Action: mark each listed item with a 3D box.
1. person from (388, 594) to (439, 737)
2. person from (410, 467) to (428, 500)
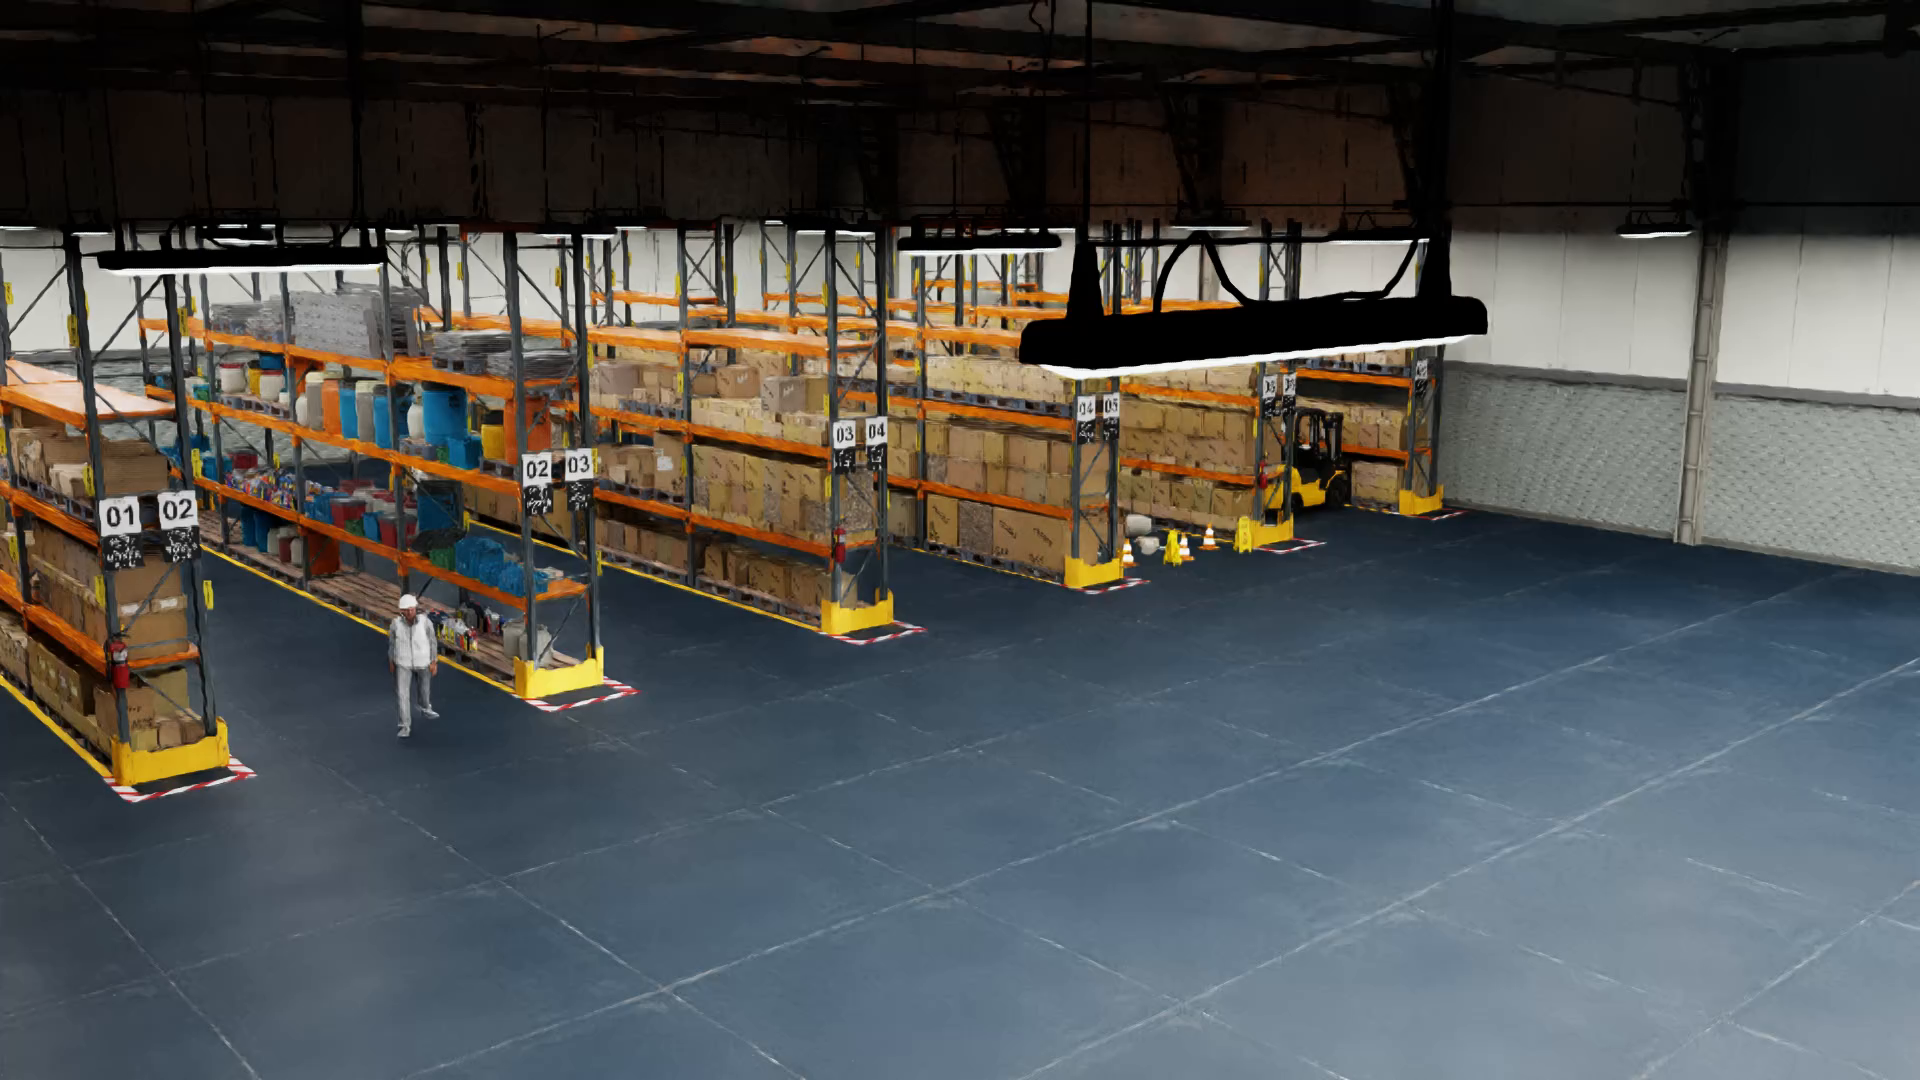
[{"bbox_3d":[-6.653,1.477,20.244,0.576,1.728,0.962,-4,12,-18],"label":"person"},{"bbox_3d":[-10.802,-1.143,33.310,0.440,1.702,0.509,-6,13,-27],"label":"person"}]
